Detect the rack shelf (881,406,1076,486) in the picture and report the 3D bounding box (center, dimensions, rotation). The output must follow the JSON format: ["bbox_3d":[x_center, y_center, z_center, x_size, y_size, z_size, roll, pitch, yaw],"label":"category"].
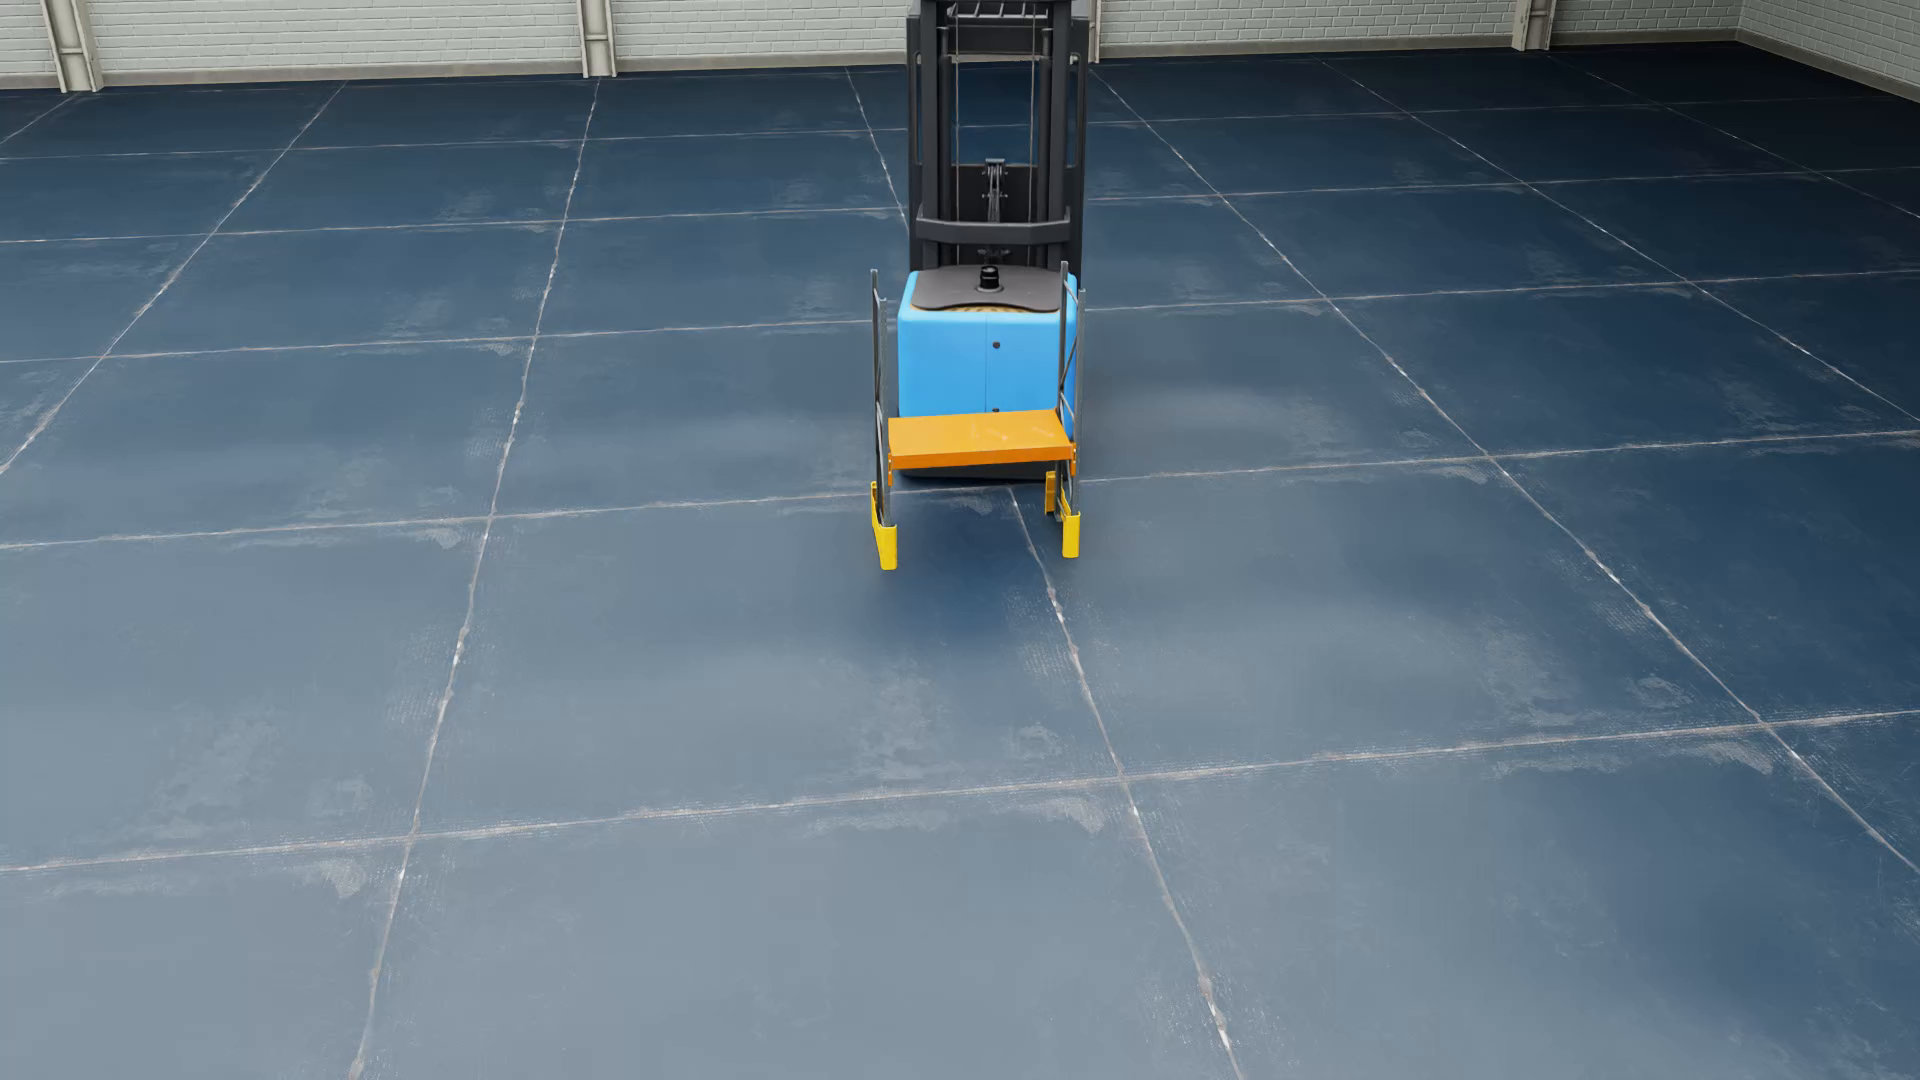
[{"bbox_3d":[0.084,-0.513,9.000,1.000,0.185,0.538,-4,27,-7],"label":"rack shelf"}]

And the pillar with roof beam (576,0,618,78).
[{"bbox_3d":[-3.799,-7.758,14.512,0.400,9.000,9.100,-4,27,-7],"label":"pillar with roof beam"}]

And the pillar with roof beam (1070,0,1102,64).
[{"bbox_3d":[2.142,-8.140,15.256,0.400,9.000,9.100,-4,27,-7],"label":"pillar with roof beam"}]

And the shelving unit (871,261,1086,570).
[{"bbox_3d":[0.075,-0.672,8.917,1.083,1.500,0.587,-4,27,-7],"label":"shelving unit"}]

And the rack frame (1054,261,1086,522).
[{"bbox_3d":[0.588,-0.705,8.981,0.032,1.500,0.500,-4,27,-7],"label":"rack frame"}]

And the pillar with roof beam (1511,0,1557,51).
[{"bbox_3d":[8.084,-8.521,16.000,0.400,9.000,9.100,-4,27,-7],"label":"pillar with roof beam"}]

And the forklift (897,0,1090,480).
[{"bbox_3d":[0.239,-2.294,10.510,1.130,2.935,3.031,2,27,3],"label":"forklift"}]

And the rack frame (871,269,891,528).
[{"bbox_3d":[-0.419,-0.640,8.855,0.032,1.500,0.500,-4,27,-7],"label":"rack frame"}]

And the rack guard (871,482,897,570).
[{"bbox_3d":[-0.418,-0.084,9.141,0.087,0.250,0.587,-4,27,-7],"label":"rack guard"}]

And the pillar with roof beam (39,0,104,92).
[{"bbox_3d":[-9.741,-7.376,13.769,0.400,9.000,9.100,-4,27,-7],"label":"pillar with roof beam"}]

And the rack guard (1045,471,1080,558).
[{"bbox_3d":[0.569,-0.148,9.264,0.087,0.250,0.587,-4,27,-7],"label":"rack guard"}]
